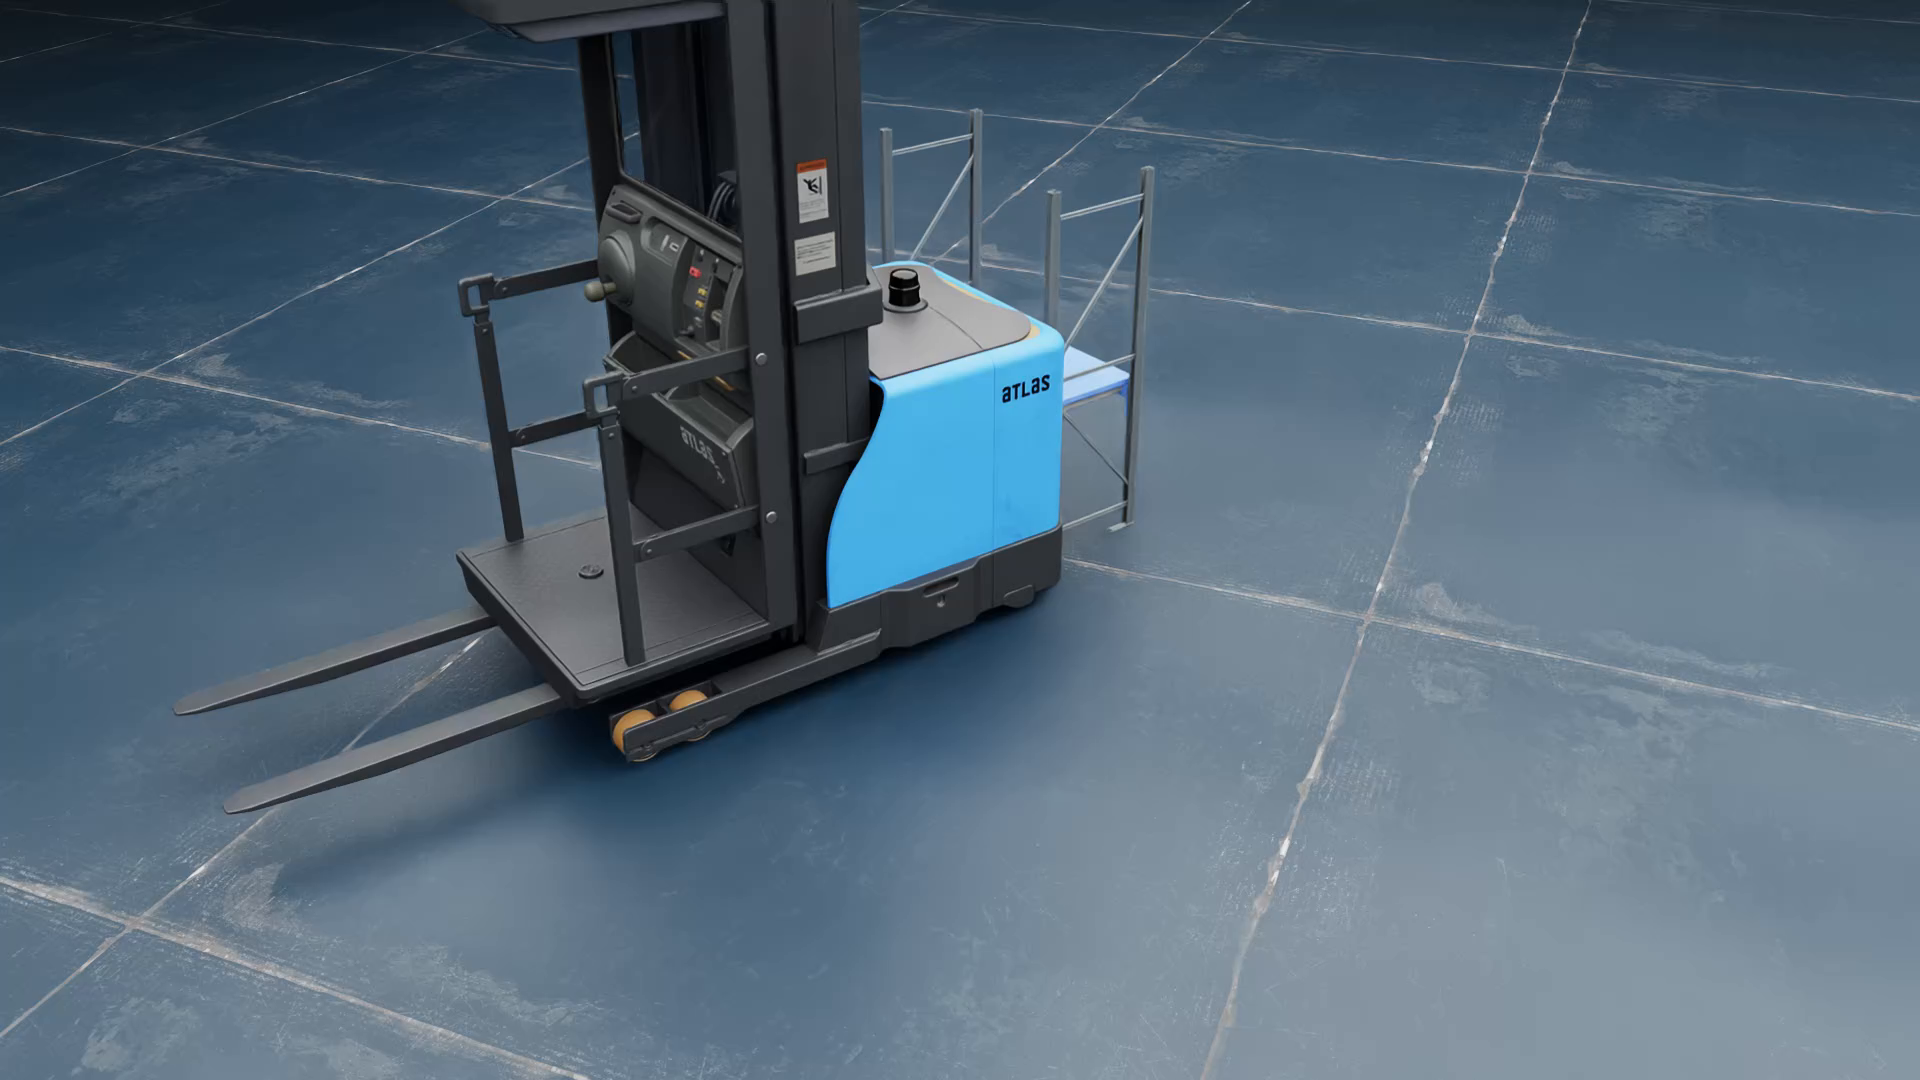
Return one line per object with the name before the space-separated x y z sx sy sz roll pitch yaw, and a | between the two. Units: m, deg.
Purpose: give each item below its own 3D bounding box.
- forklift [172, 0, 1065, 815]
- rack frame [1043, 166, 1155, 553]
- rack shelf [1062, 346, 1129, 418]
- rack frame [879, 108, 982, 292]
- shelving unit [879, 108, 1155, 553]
forklift | -1.111 -0.845 5.266 3.031 2.935 1.130 -19 35 -30
rack frame | 0.511 -0.648 6.372 0.500 1.500 0.032 -21 36 -33
rack shelf | 0.197 -0.688 6.809 0.538 0.185 1.000 -21 36 -33
rack frame | -0.116 -1.042 7.068 0.500 1.500 0.032 -21 36 -33
shelving unit | 0.197 -0.845 6.720 0.538 1.500 1.048 -21 36 -33
